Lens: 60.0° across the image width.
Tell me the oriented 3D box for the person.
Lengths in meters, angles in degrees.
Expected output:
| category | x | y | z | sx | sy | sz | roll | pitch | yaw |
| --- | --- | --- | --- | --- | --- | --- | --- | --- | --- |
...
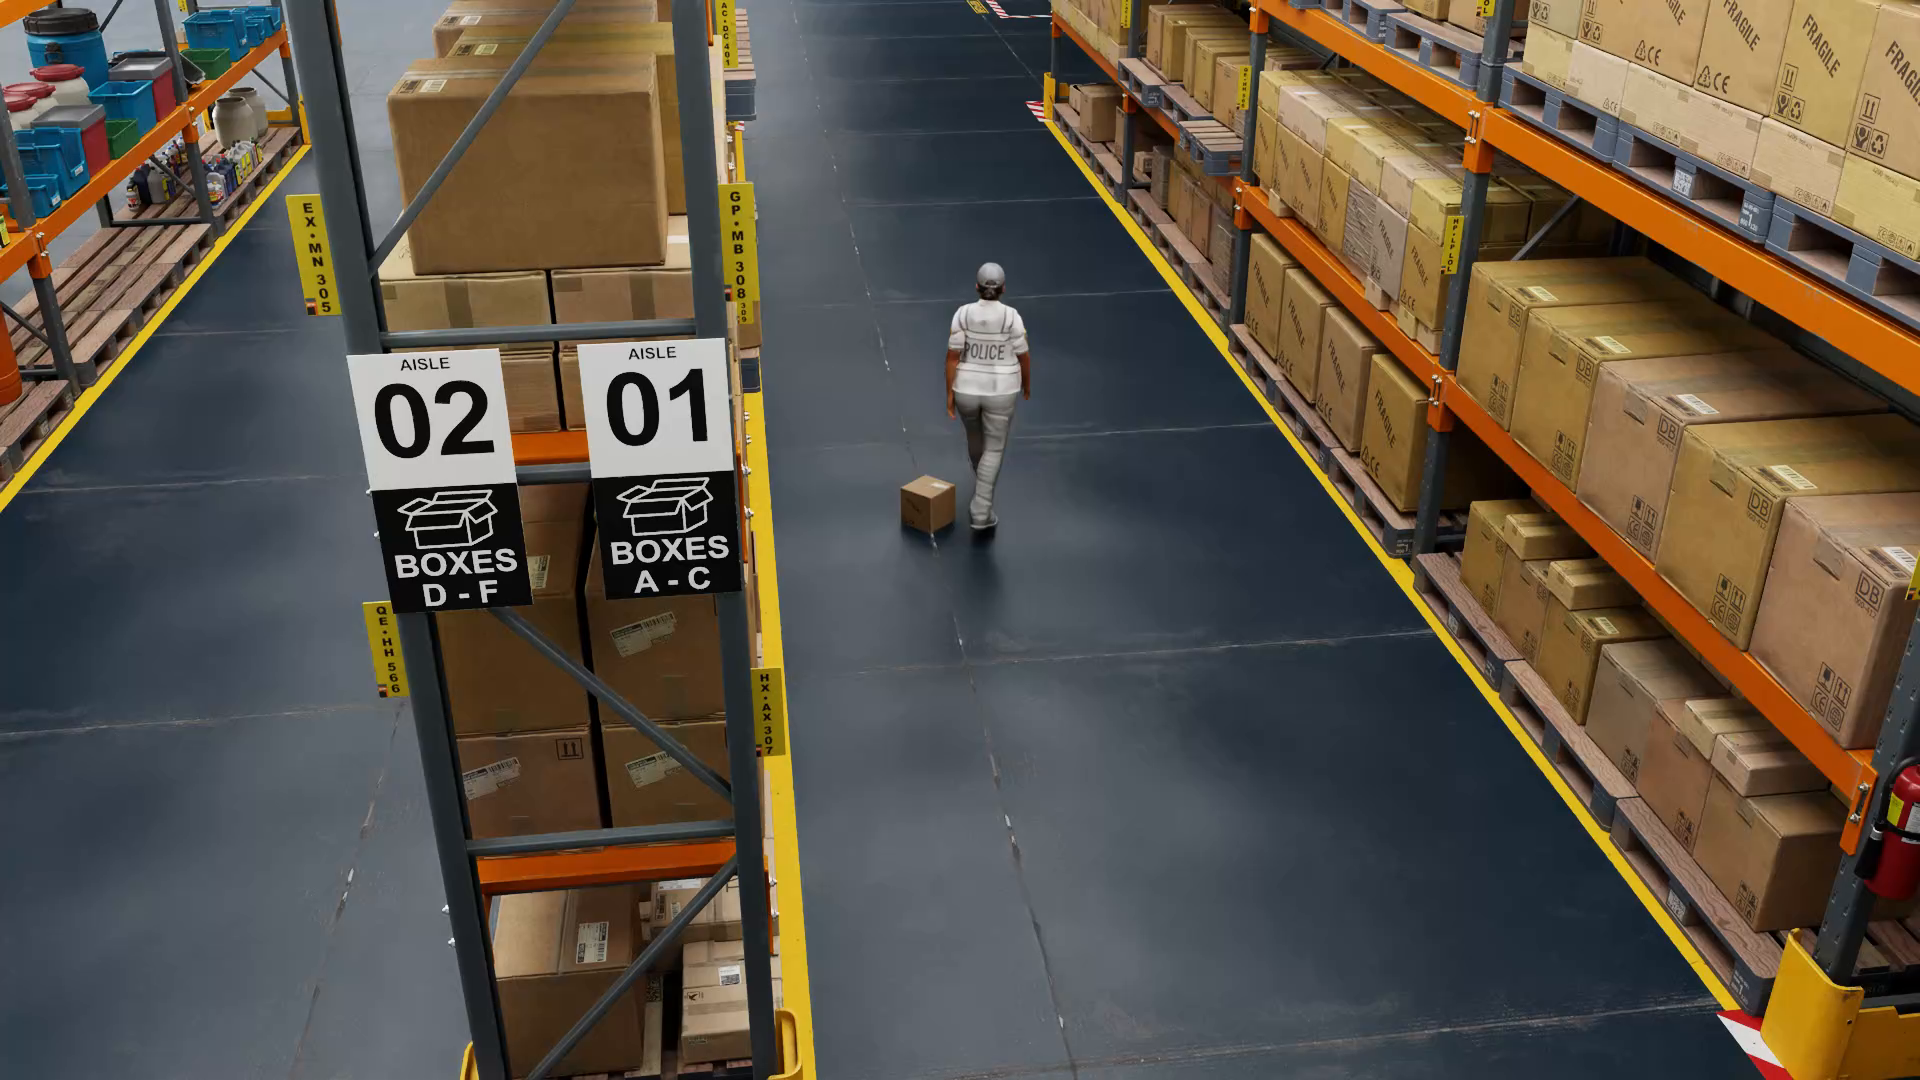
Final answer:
| category | x | y | z | sx | sy | sz | roll | pitch | yaw |
| --- | --- | --- | --- | --- | --- | --- | --- | --- | --- |
| person | 0.180 | -0.954 | 10.449 | 0.494 | 1.588 | 1.070 | 8 | 28 | 16 |
